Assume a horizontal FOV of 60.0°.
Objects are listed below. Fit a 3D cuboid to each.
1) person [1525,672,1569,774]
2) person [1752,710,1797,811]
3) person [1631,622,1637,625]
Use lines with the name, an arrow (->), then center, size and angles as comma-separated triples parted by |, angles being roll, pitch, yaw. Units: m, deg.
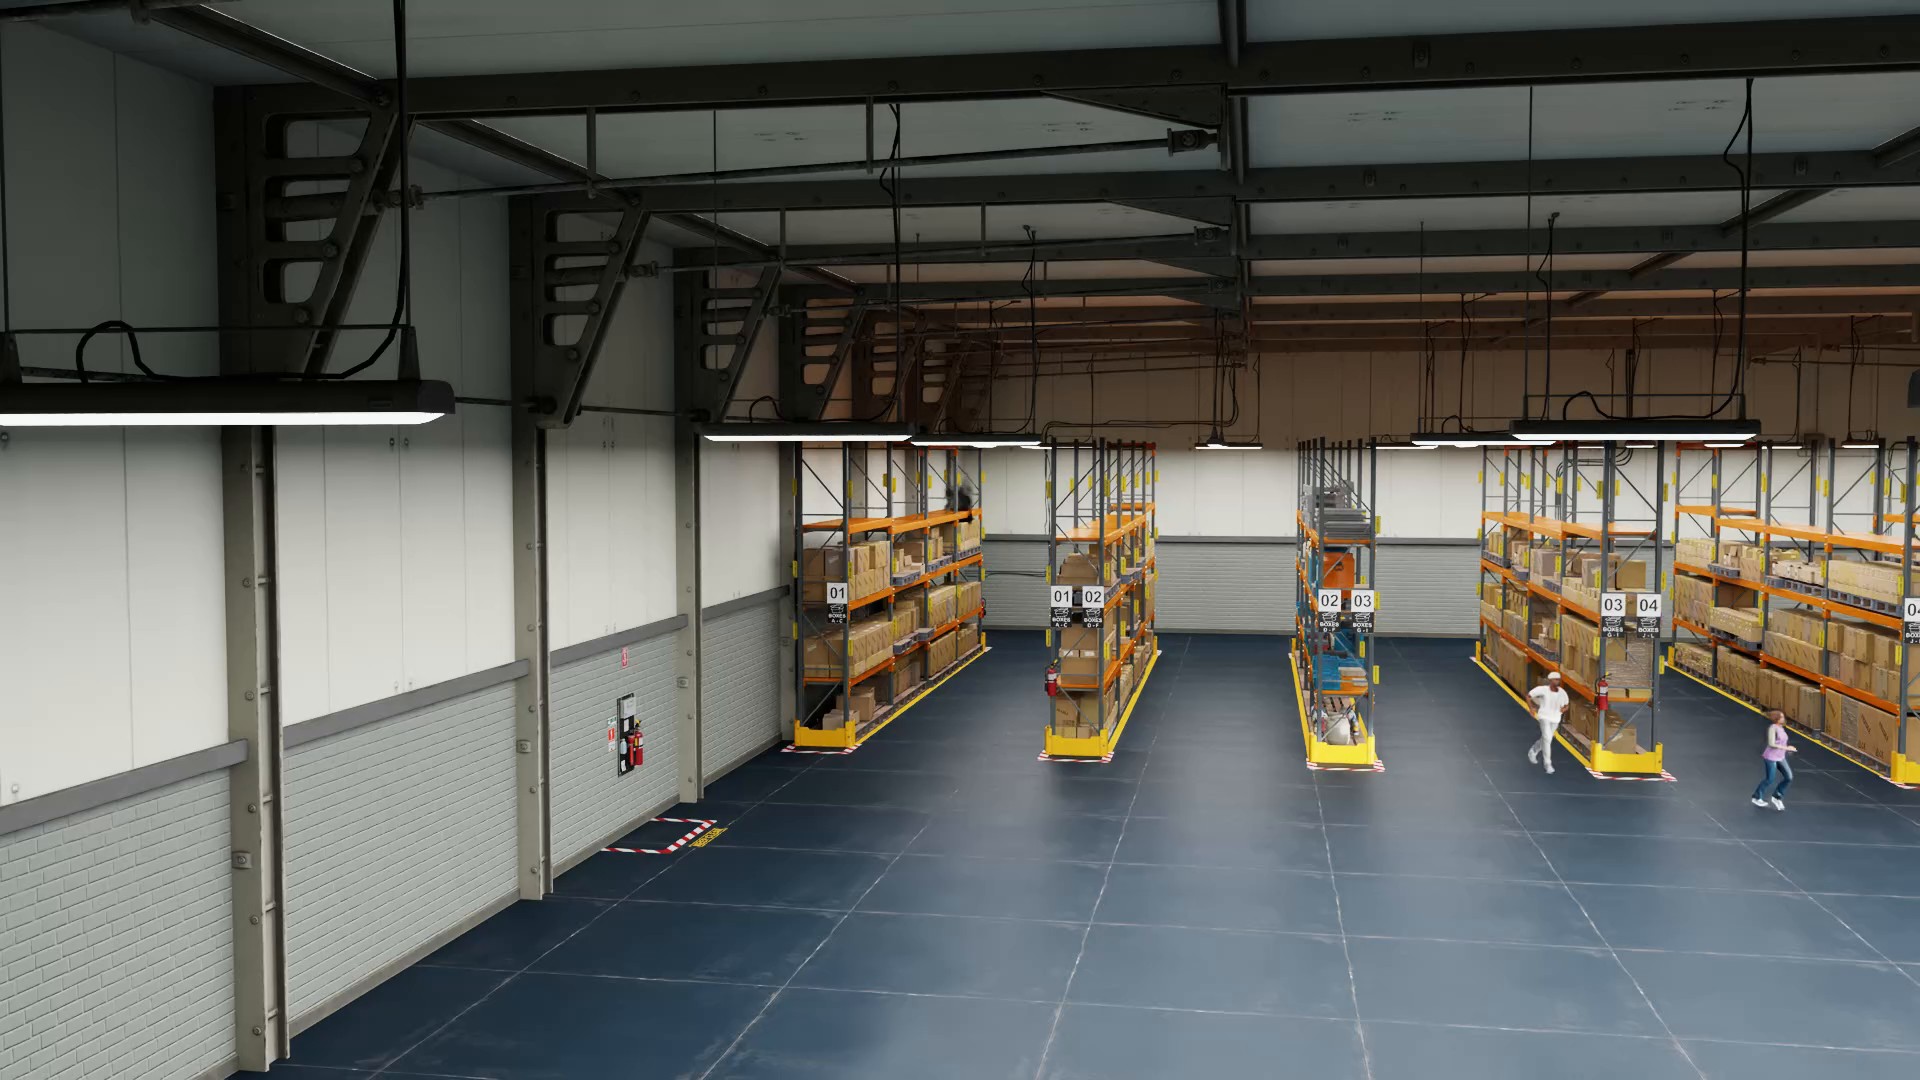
person -> 10.644, 3.252, 30.003 | 0.746, 1.758, 0.964 | -1, 3, -16
person -> 13.032, 3.523, 26.563 | 0.553, 1.629, 0.684 | -2, 4, -39
person -> 17.684, 2.564, 44.236 | 0.685, 1.598, 0.873 | 3, 4, 41
